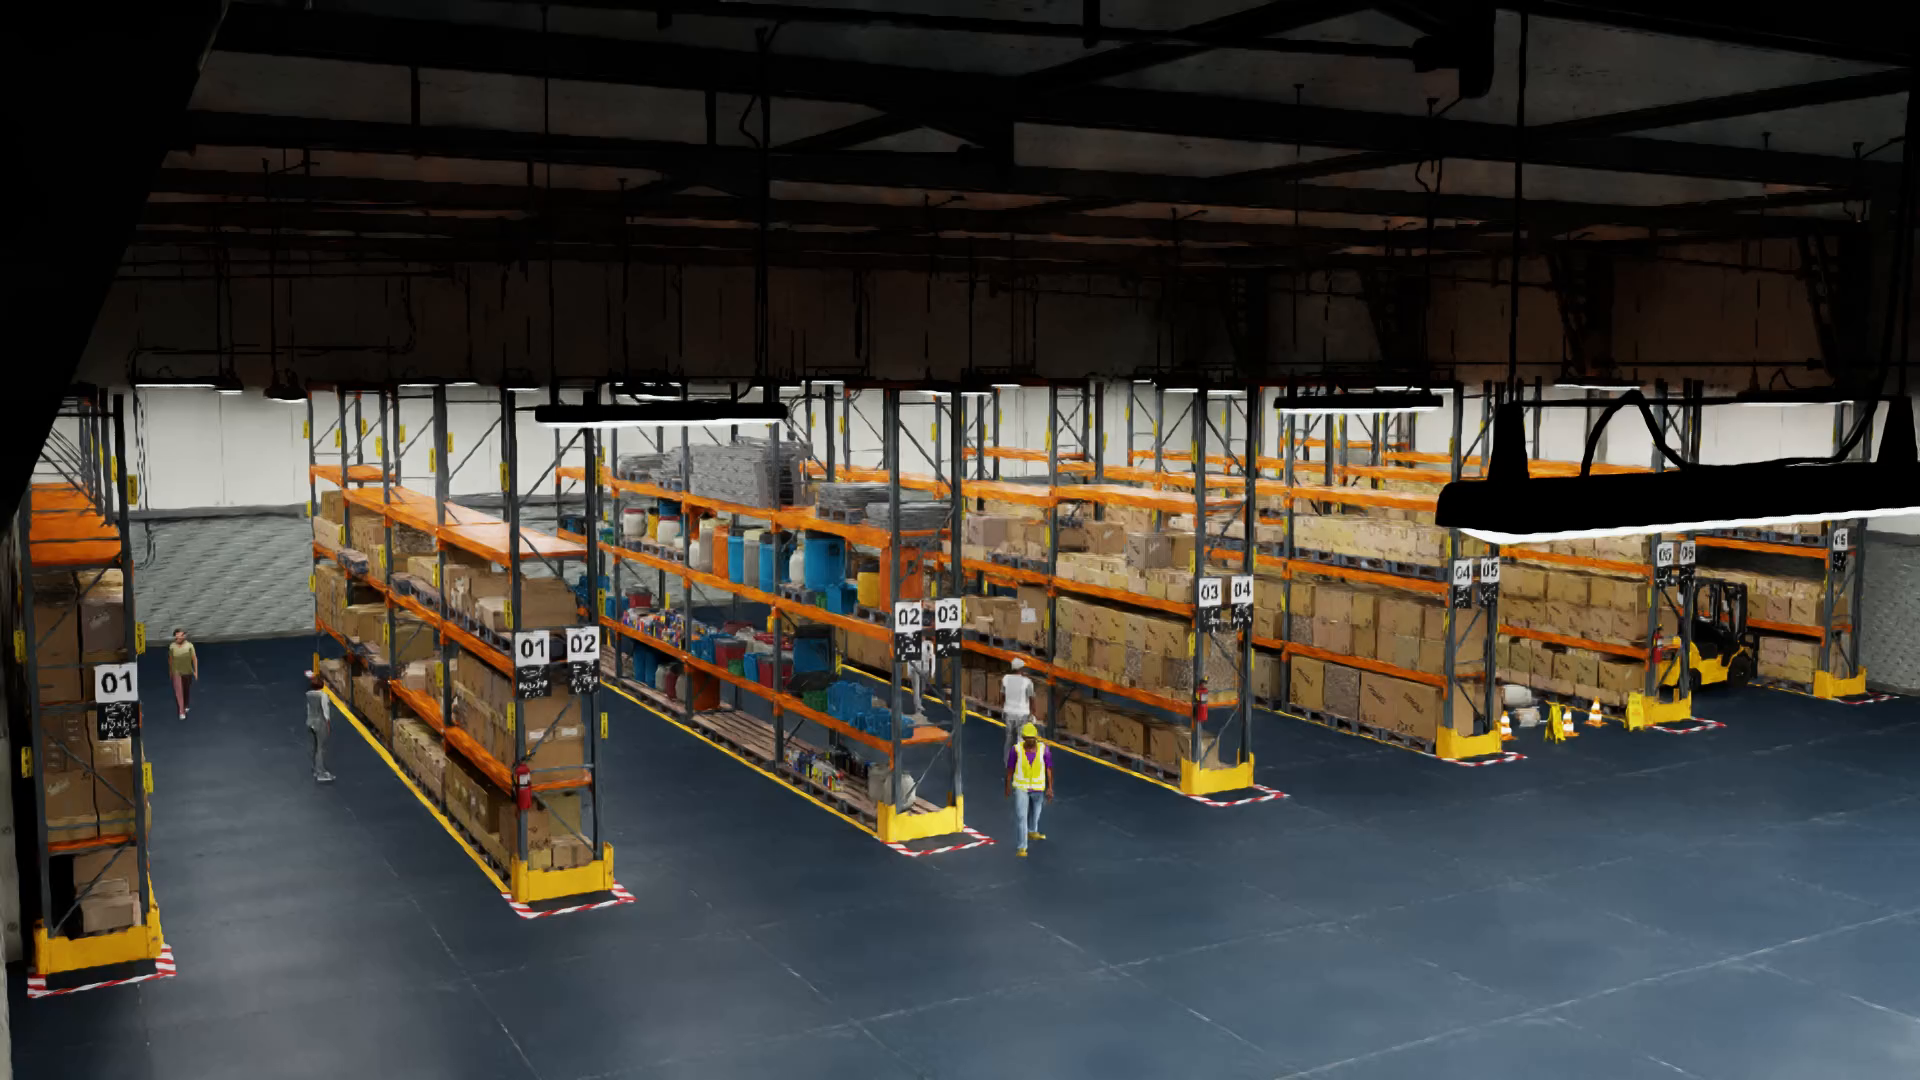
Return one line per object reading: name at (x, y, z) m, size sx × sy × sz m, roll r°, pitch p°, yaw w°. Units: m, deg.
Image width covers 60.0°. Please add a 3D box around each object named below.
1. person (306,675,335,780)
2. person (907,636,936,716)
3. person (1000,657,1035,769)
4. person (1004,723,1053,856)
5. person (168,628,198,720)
person at (-9.731, 2.837, 25.289) m, size 0.465 × 1.598 × 0.401 m, roll 3°, pitch 7°, yaw 29°
person at (-0.682, 2.329, 29.908) m, size 0.483 × 1.619 × 0.997 m, roll -2°, pitch 6°, yaw -18°
person at (0.914, 2.690, 25.763) m, size 0.615 × 1.783 × 0.457 m, roll 4°, pitch 7°, yaw 31°
person at (0.898, 3.195, 21.593) m, size 0.618 × 1.710 × 0.971 m, roll -1°, pitch 6°, yaw -8°
person at (-13.888, 2.366, 29.740) m, size 0.458 × 1.610 × 1.019 m, roll -4°, pitch 7°, yaw -30°
